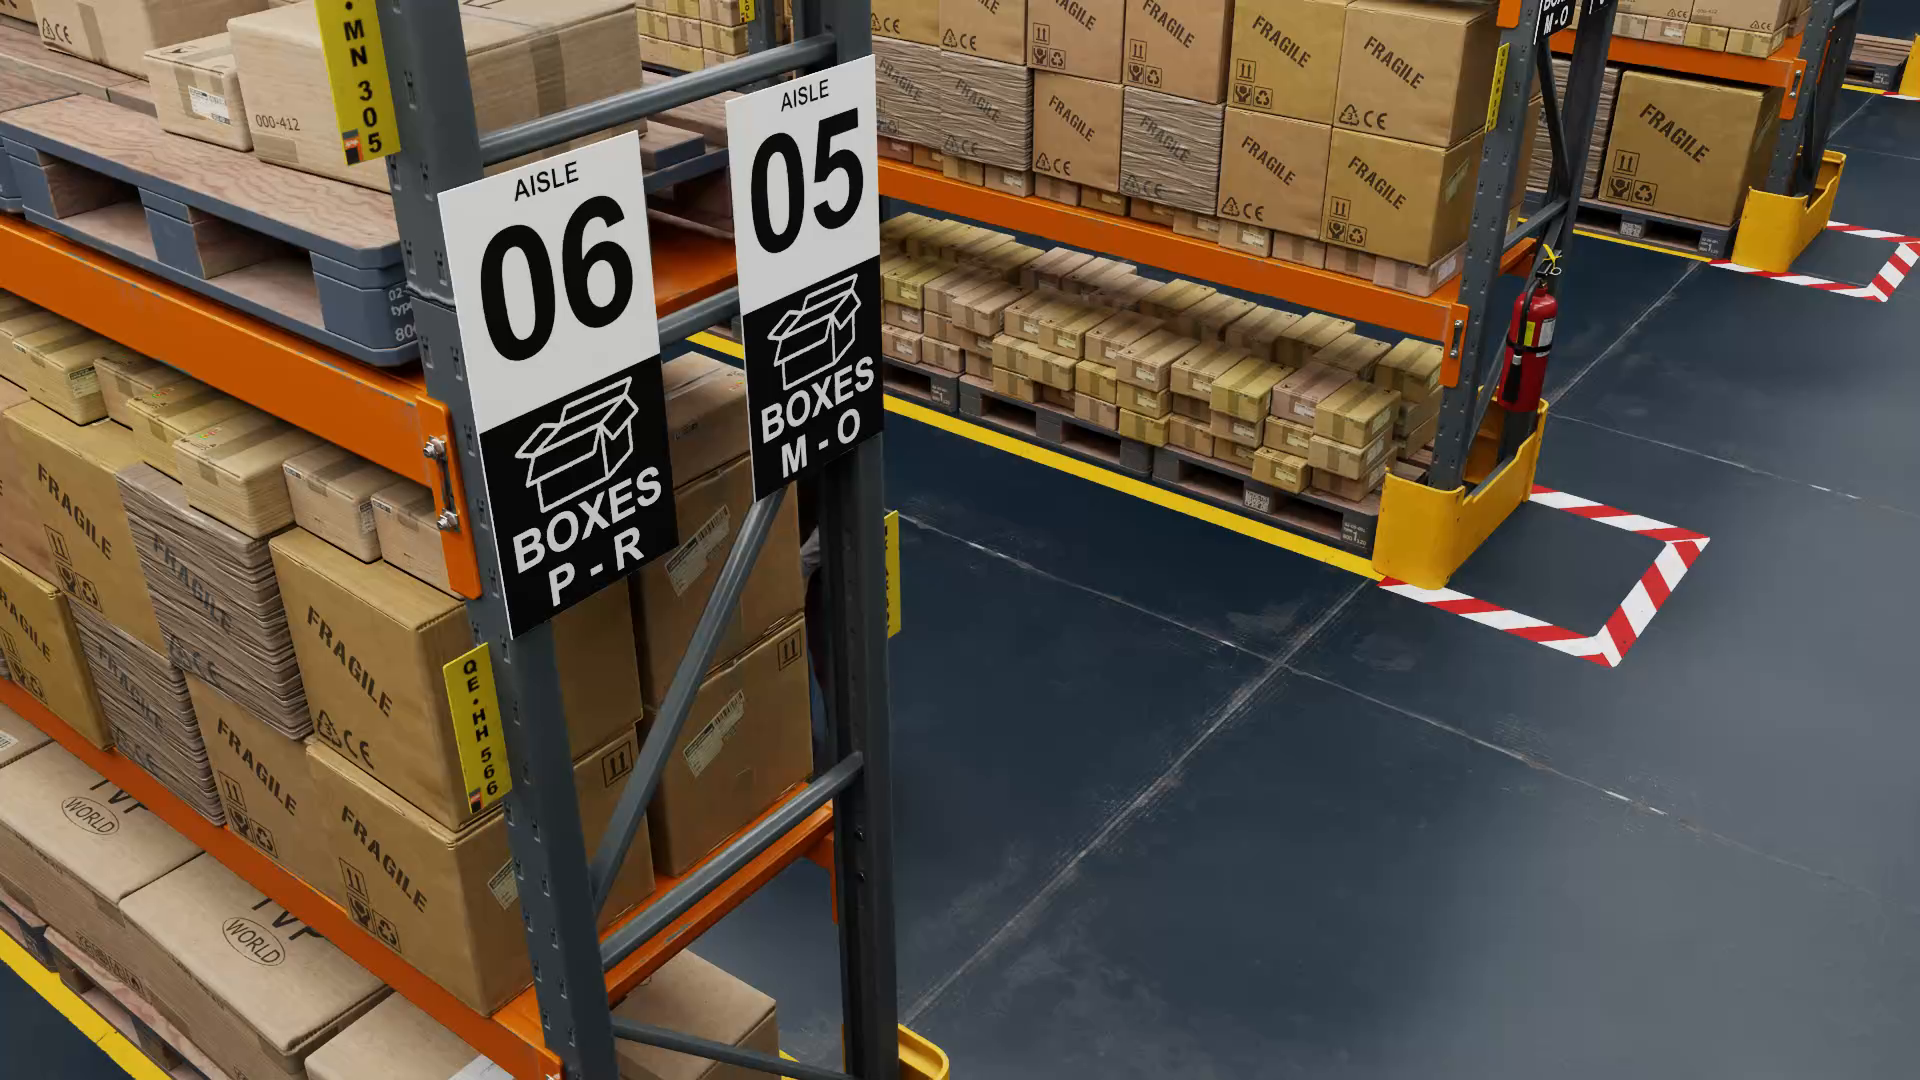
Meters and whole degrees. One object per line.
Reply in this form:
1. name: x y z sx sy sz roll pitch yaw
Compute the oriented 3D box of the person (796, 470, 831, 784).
1. person: -0.573 0.121 5.950 0.539 1.724 0.502 -25 39 -36
